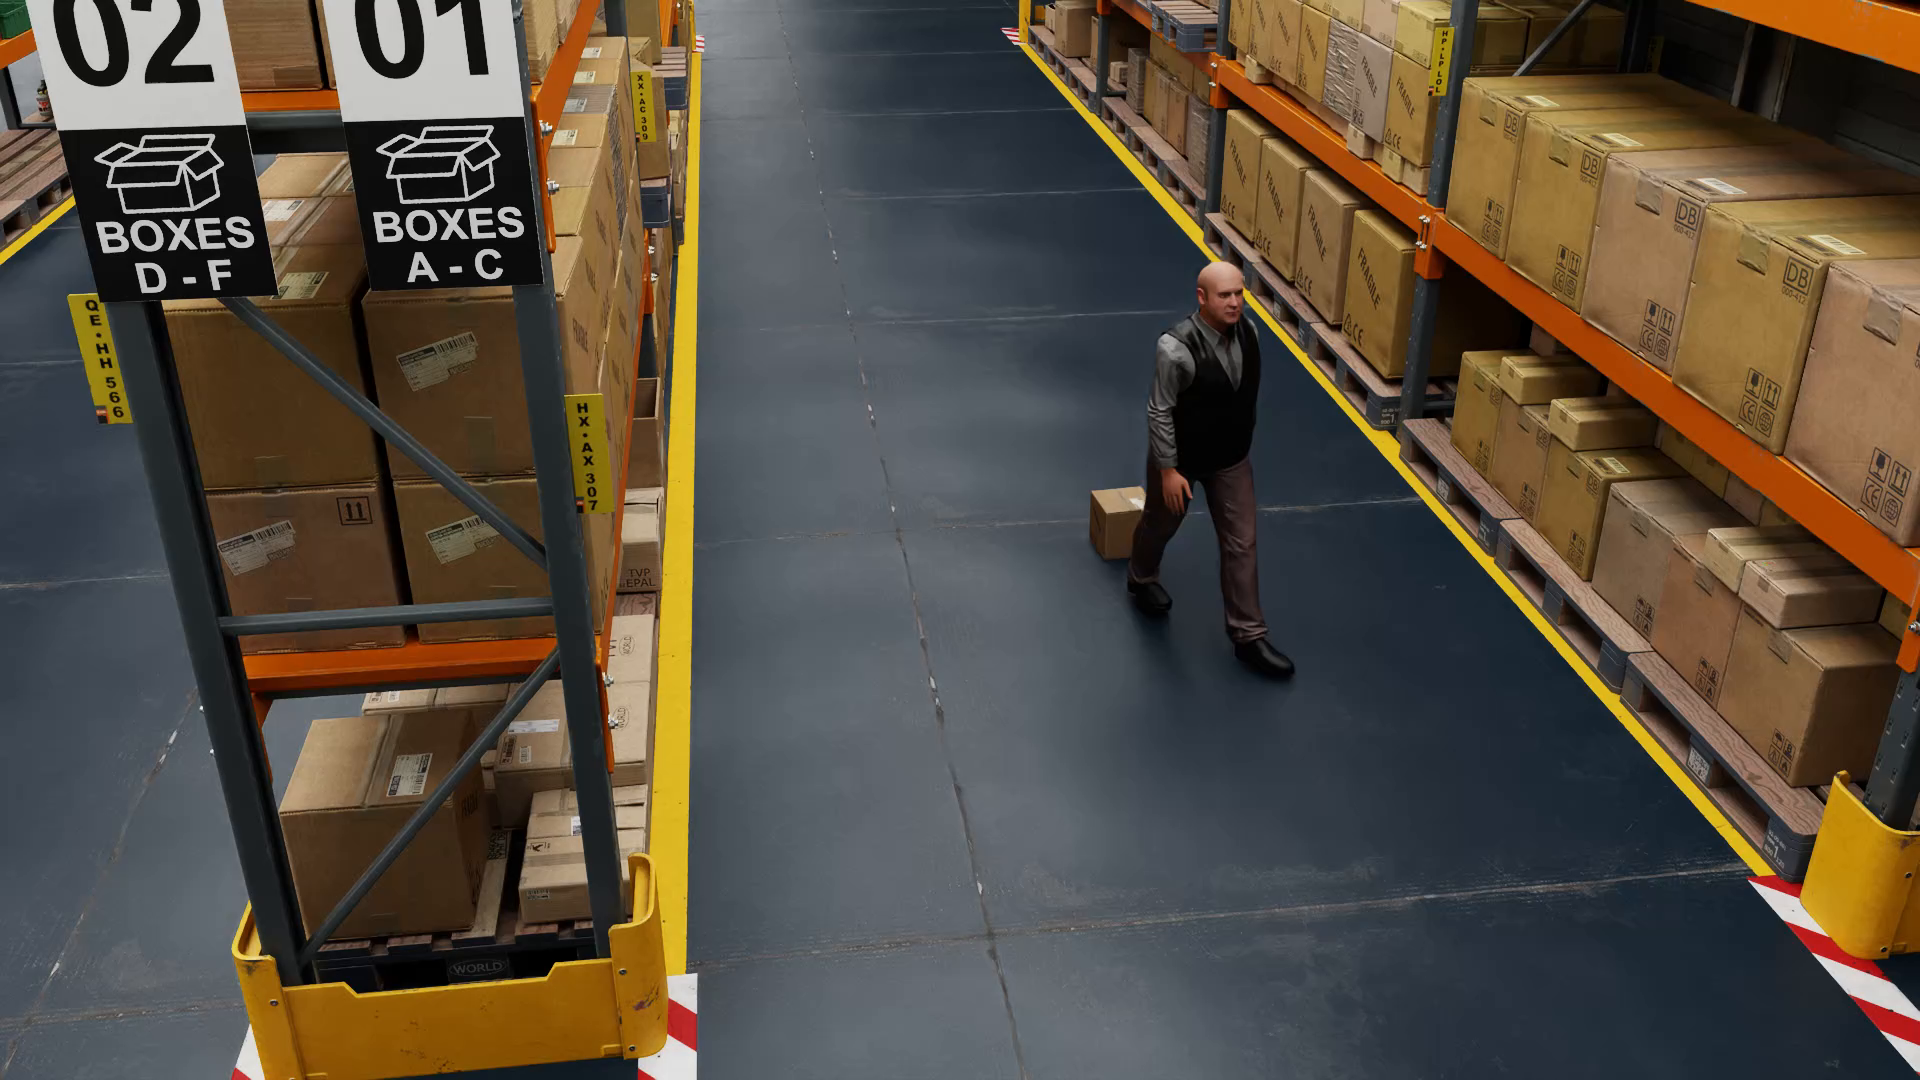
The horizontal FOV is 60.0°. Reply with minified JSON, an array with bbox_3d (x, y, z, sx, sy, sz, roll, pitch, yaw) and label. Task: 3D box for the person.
[{"bbox_3d":[0.999,-0.296,6.806,0.563,1.567,0.996,-12,29,-22],"label":"person"}]
